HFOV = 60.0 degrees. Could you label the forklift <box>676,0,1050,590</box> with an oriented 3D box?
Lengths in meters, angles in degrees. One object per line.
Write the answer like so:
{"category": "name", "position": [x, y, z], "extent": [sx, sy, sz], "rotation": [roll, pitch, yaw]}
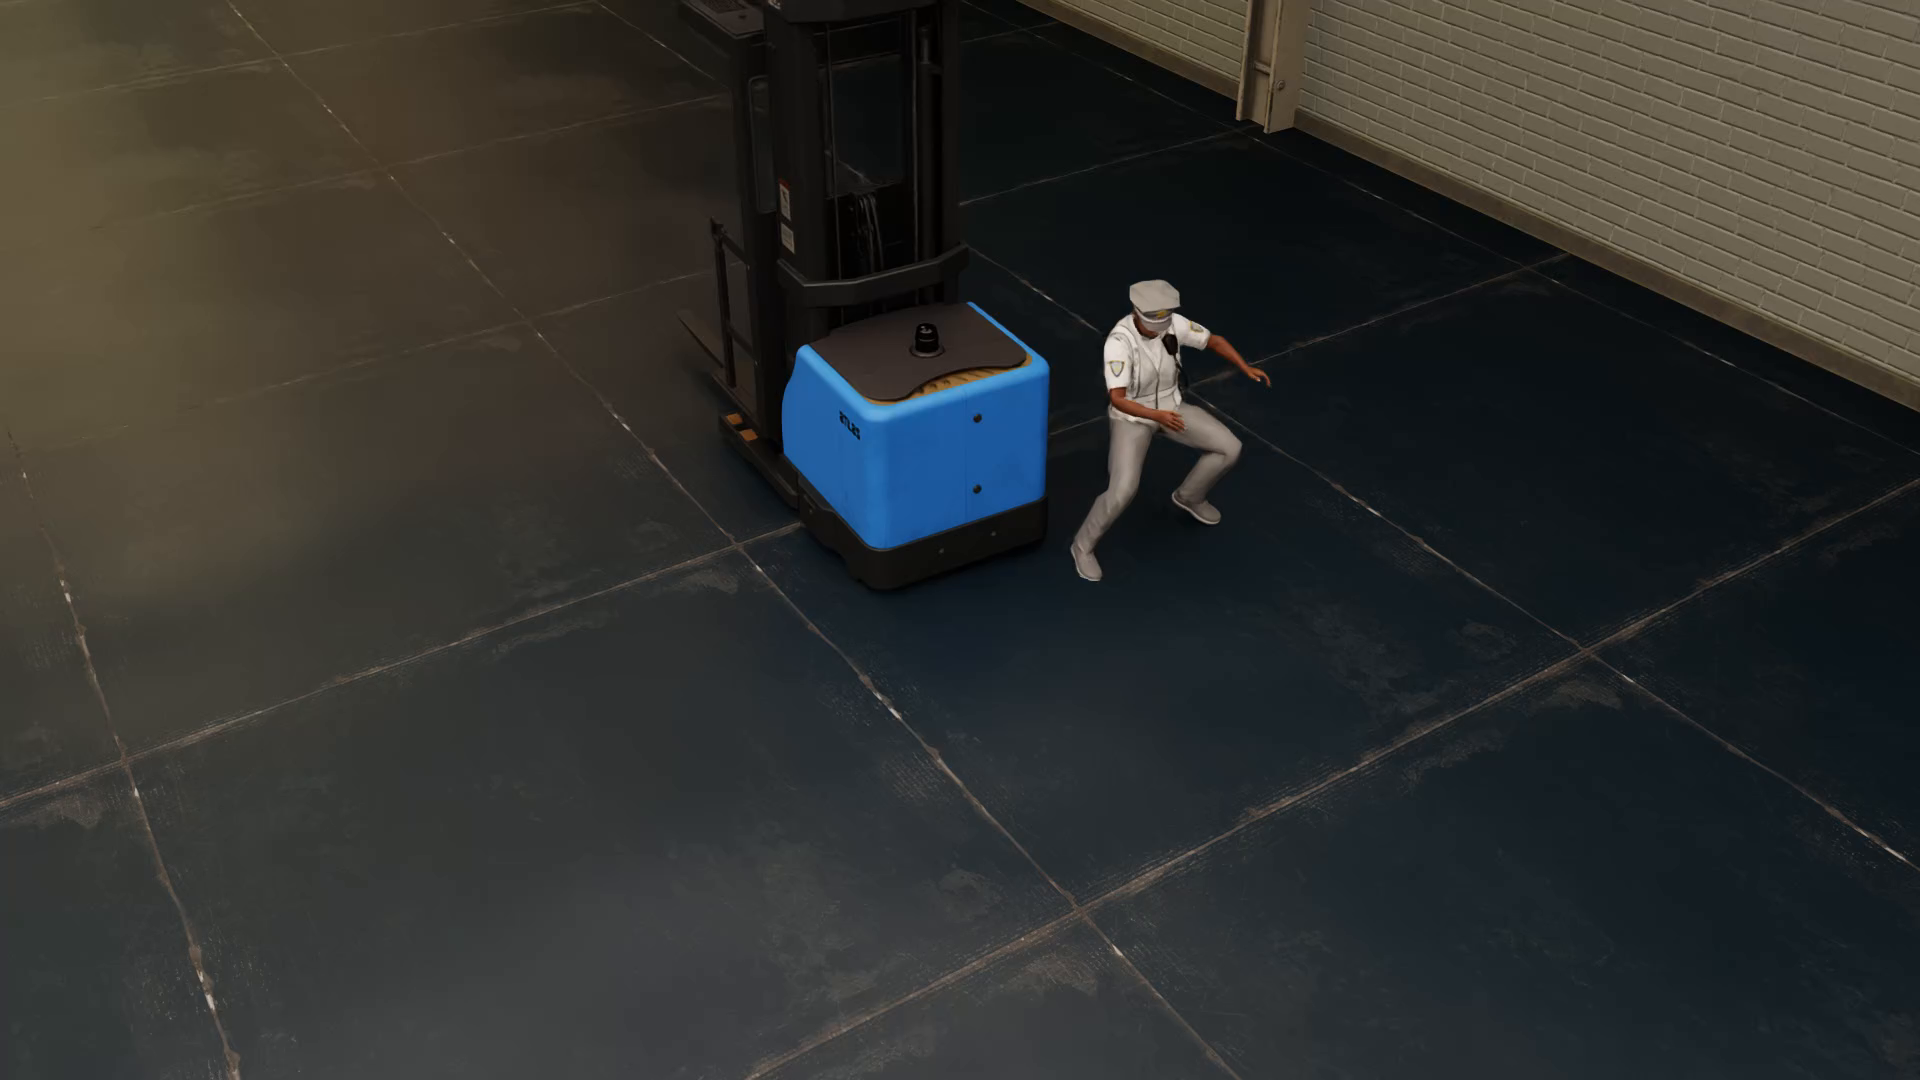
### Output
{"category": "forklift", "position": [-0.716, -1.775, 8.674], "extent": [1.130, 2.935, 3.031], "rotation": [-18, 39, -24]}

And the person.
{"category": "person", "position": [1.000, -0.563, 8.266], "extent": [0.947, 1.448, 0.734], "rotation": [-15, 38, -20]}
